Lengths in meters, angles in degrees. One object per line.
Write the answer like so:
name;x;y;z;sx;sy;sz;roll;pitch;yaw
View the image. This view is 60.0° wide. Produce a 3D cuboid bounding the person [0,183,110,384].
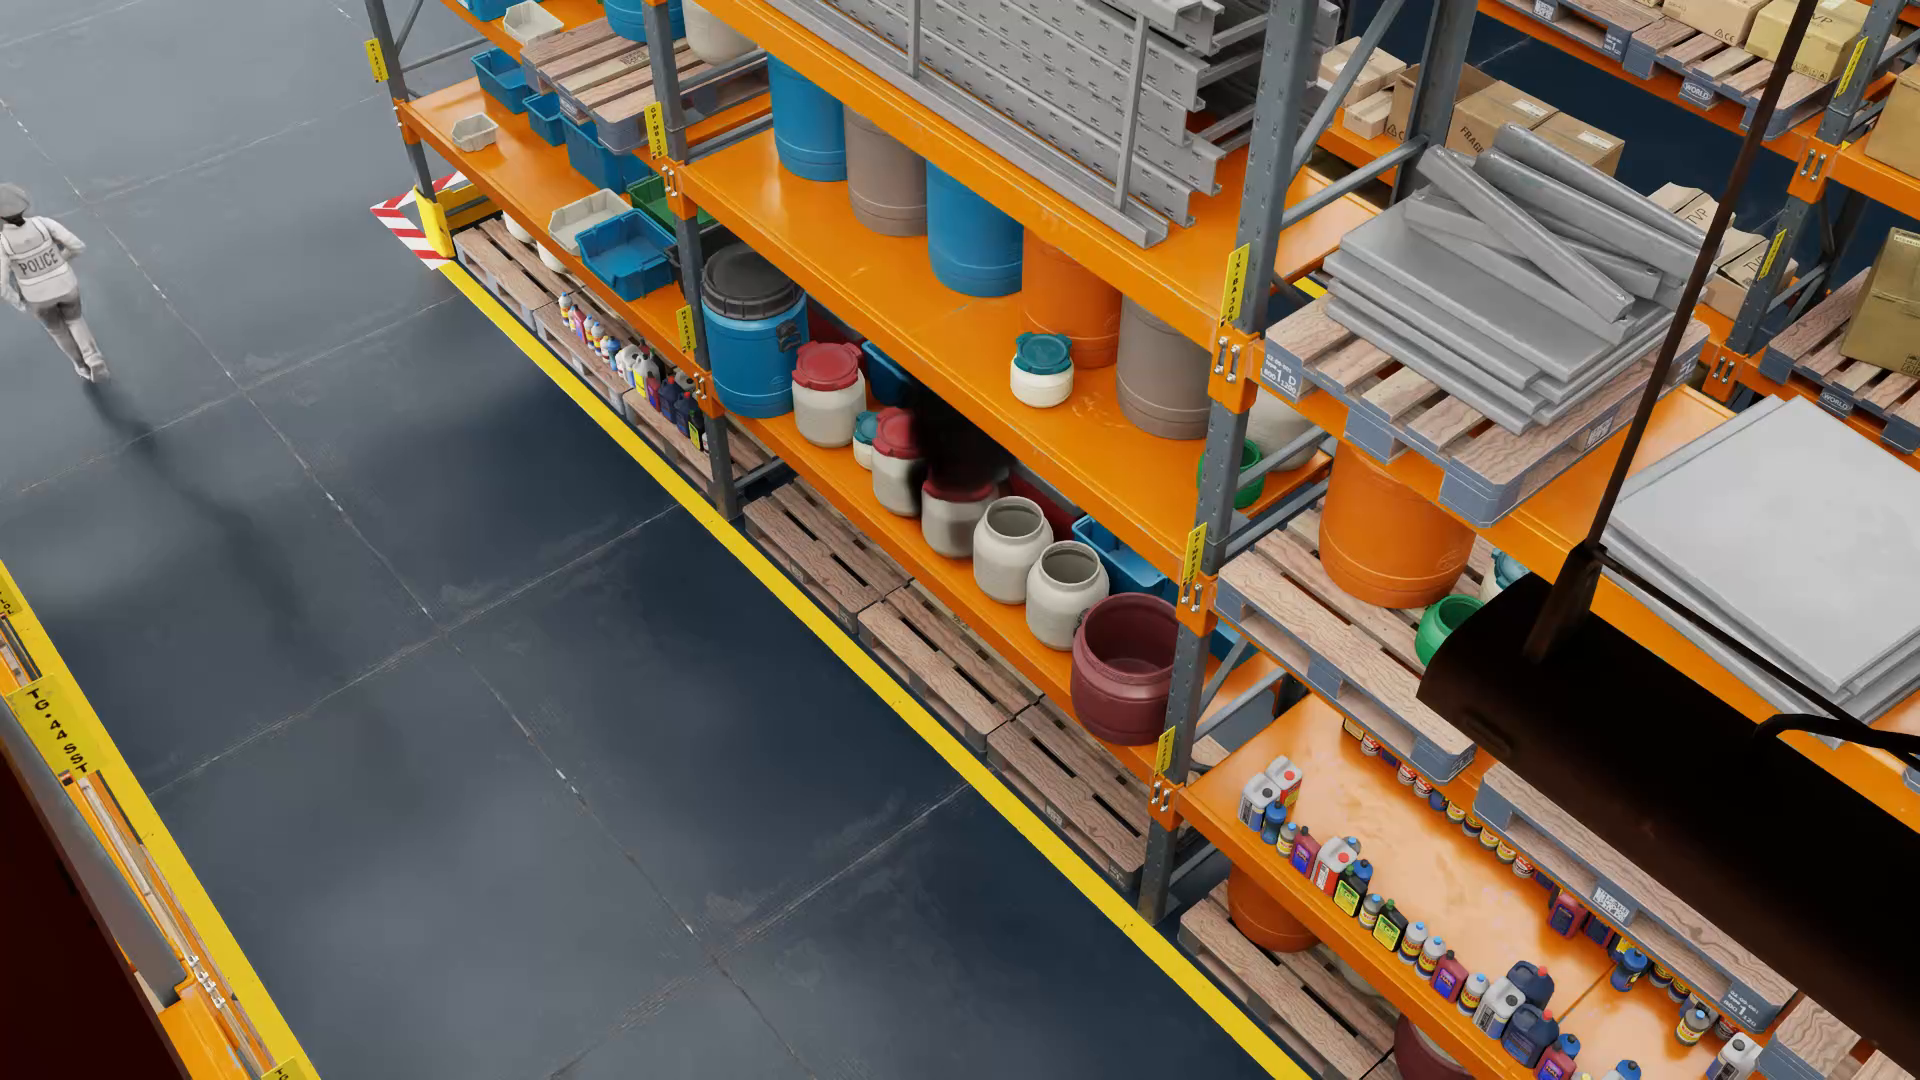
person;-6.273;-1.706;11.480;0.653;1.672;0.604;-31;54;-26
